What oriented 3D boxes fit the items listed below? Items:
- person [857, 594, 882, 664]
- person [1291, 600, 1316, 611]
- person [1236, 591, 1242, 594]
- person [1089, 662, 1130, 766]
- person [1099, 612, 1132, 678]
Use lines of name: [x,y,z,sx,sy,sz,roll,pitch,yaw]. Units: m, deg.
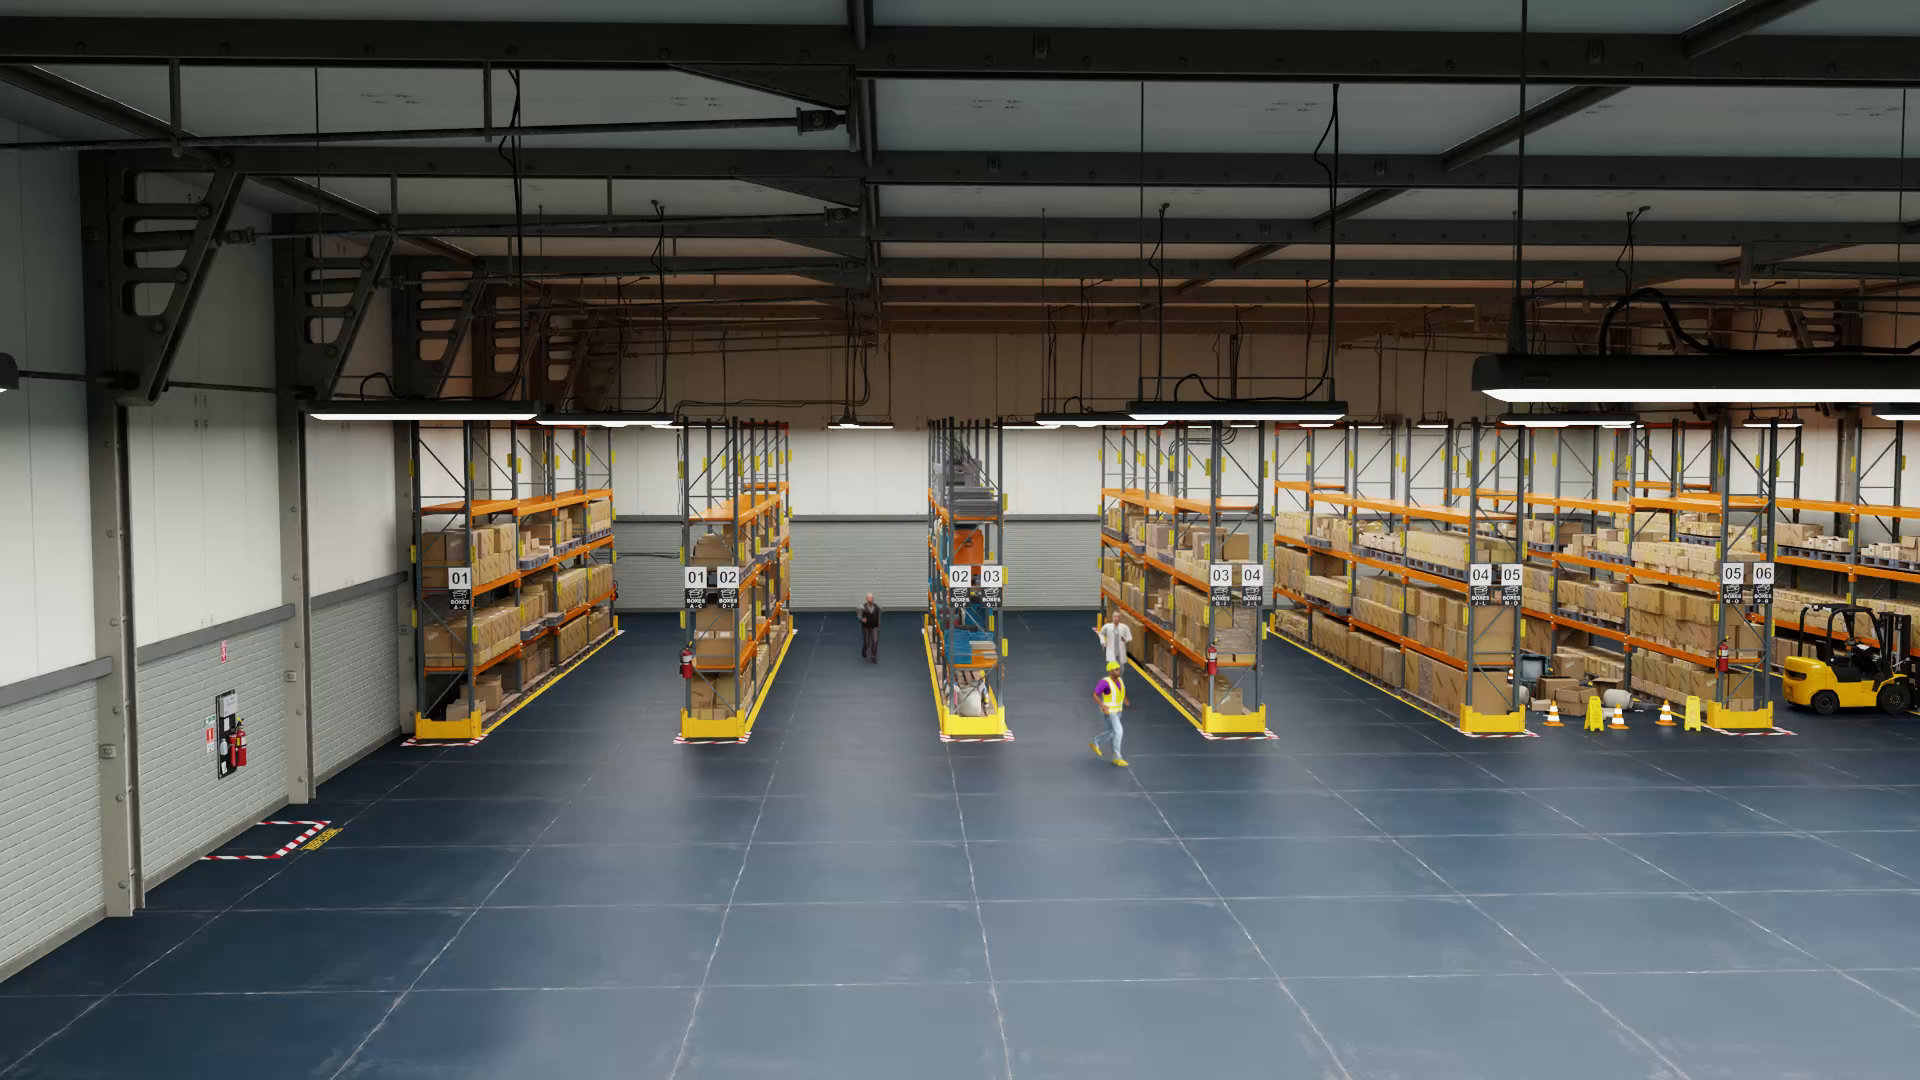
person: [-2.236,2.176,41.230,0.646,1.712,0.927,-1,4,-15]
person: [10.120,1.743,49.019,0.737,1.618,0.583,0,4,-5]
person: [7.720,1.755,47.647,0.744,1.769,0.967,2,4,29]
person: [2.576,2.971,28.709,0.833,1.784,0.695,3,5,37]
person: [3.408,2.452,36.370,0.714,1.754,1.034,0,4,-3]
